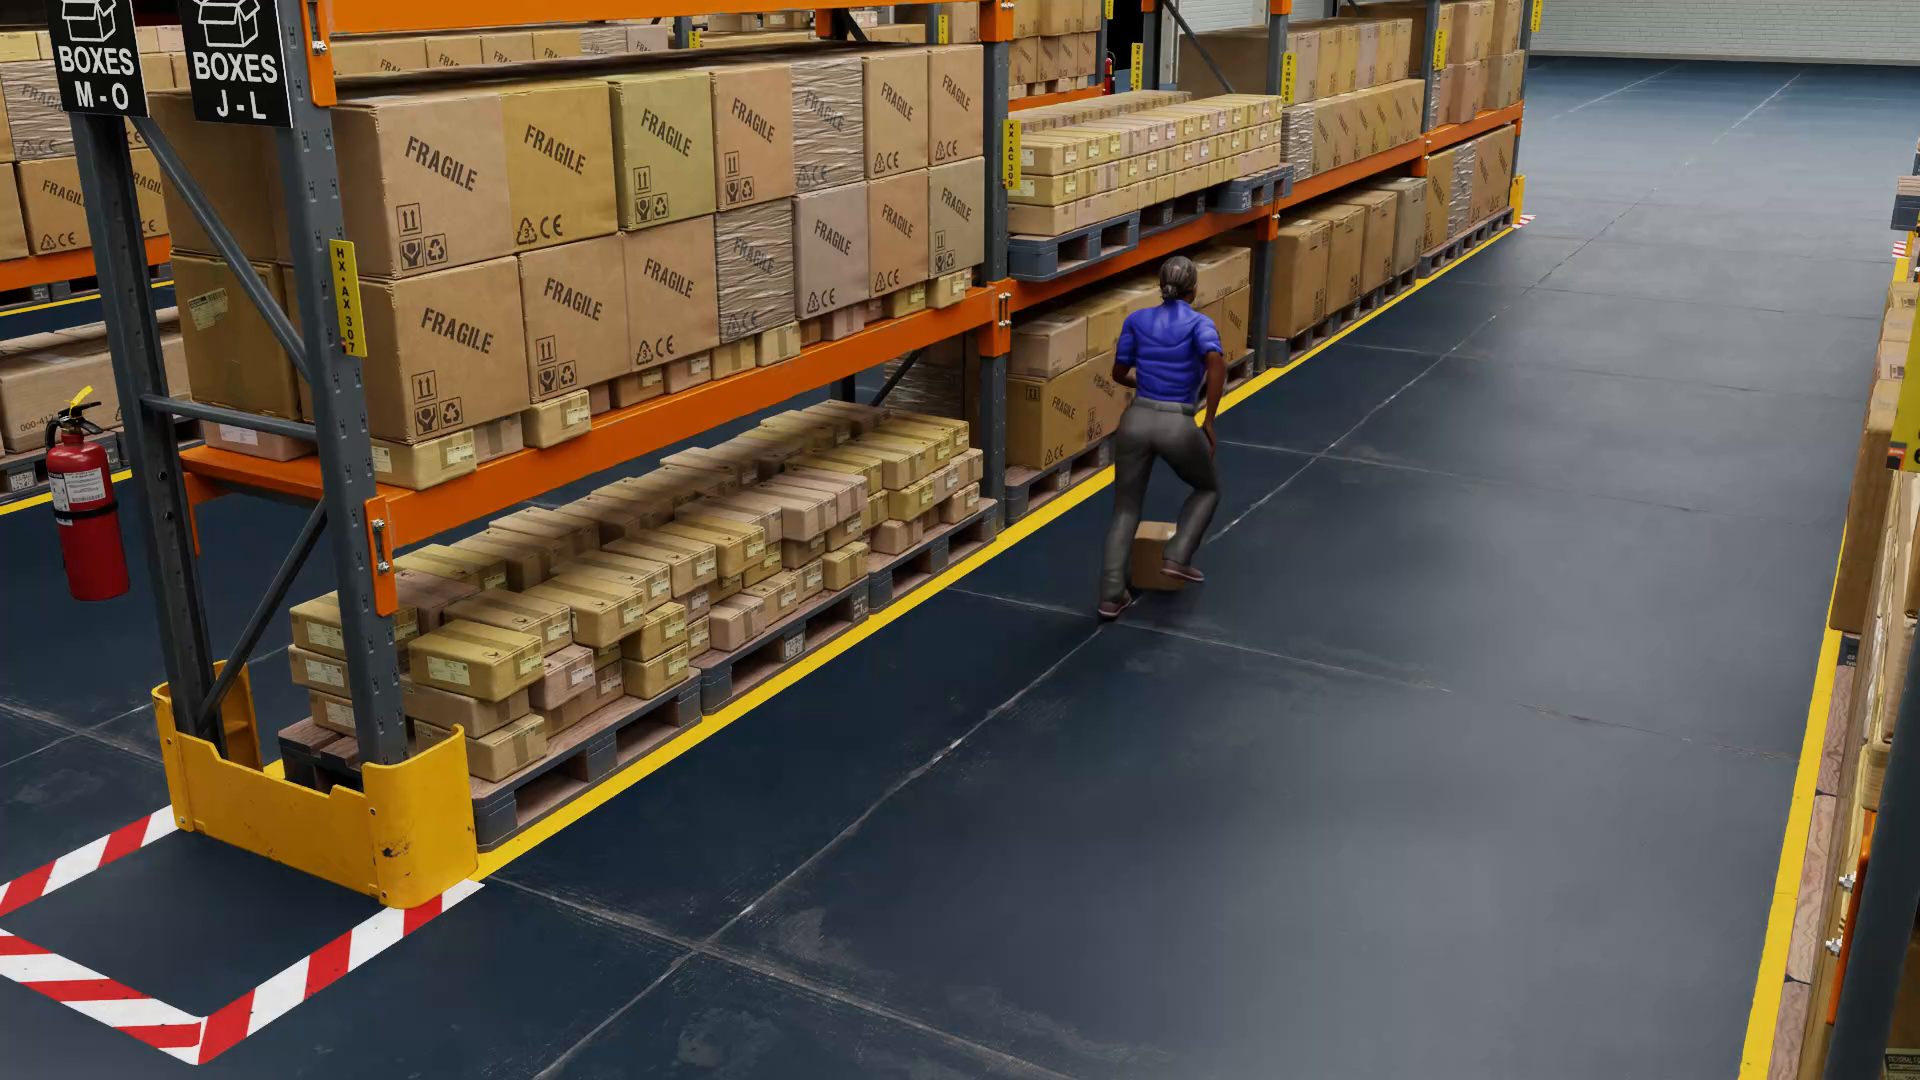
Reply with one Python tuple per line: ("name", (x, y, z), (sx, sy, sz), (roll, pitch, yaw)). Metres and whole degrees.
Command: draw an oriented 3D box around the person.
("person", (0.938, -0.480, 7.540), (0.591, 1.572, 0.802), (9, 21, 23))
